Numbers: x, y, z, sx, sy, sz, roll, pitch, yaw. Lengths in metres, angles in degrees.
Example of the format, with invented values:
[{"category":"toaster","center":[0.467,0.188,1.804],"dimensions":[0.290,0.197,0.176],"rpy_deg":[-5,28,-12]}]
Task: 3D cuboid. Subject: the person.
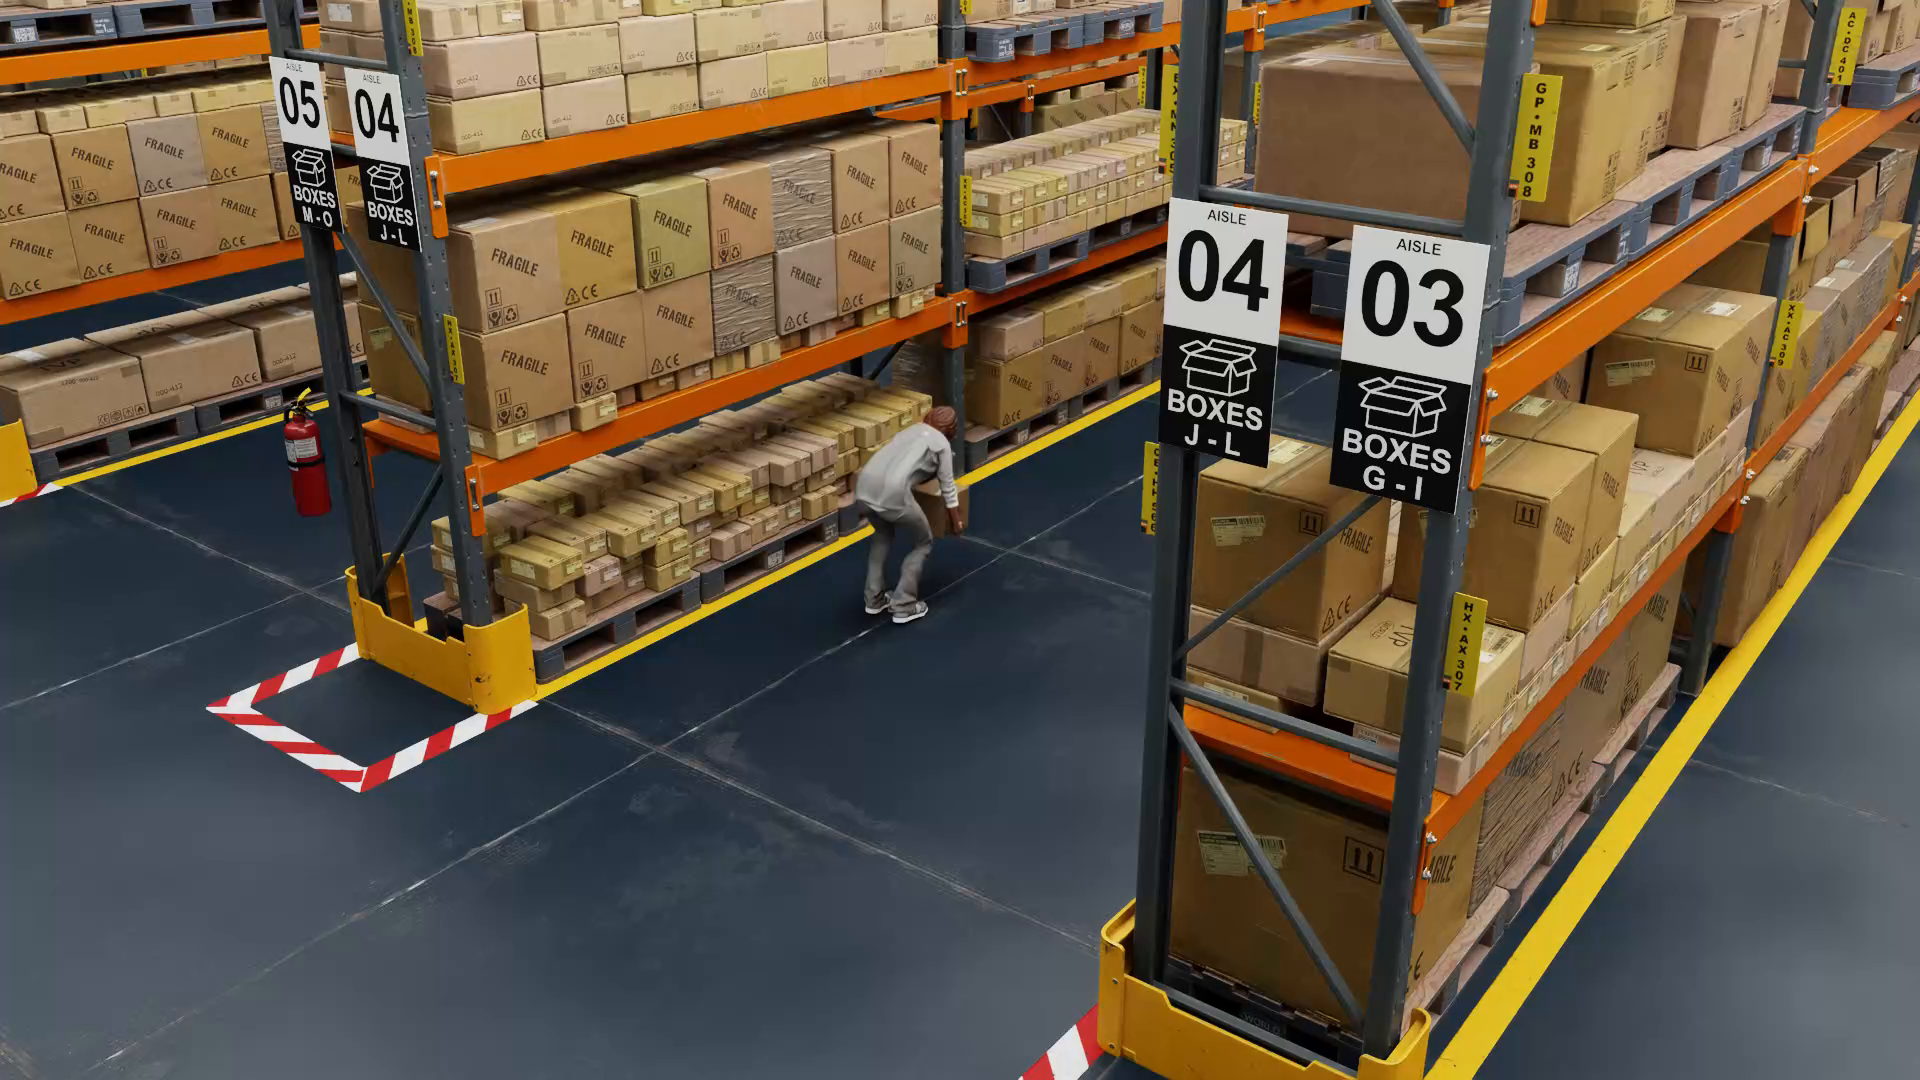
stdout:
[{"category":"person","center":[-0.271,-0.146,9.541],"dimensions":[0.402,1.115,0.842],"rpy_deg":[16,28,31]}]
